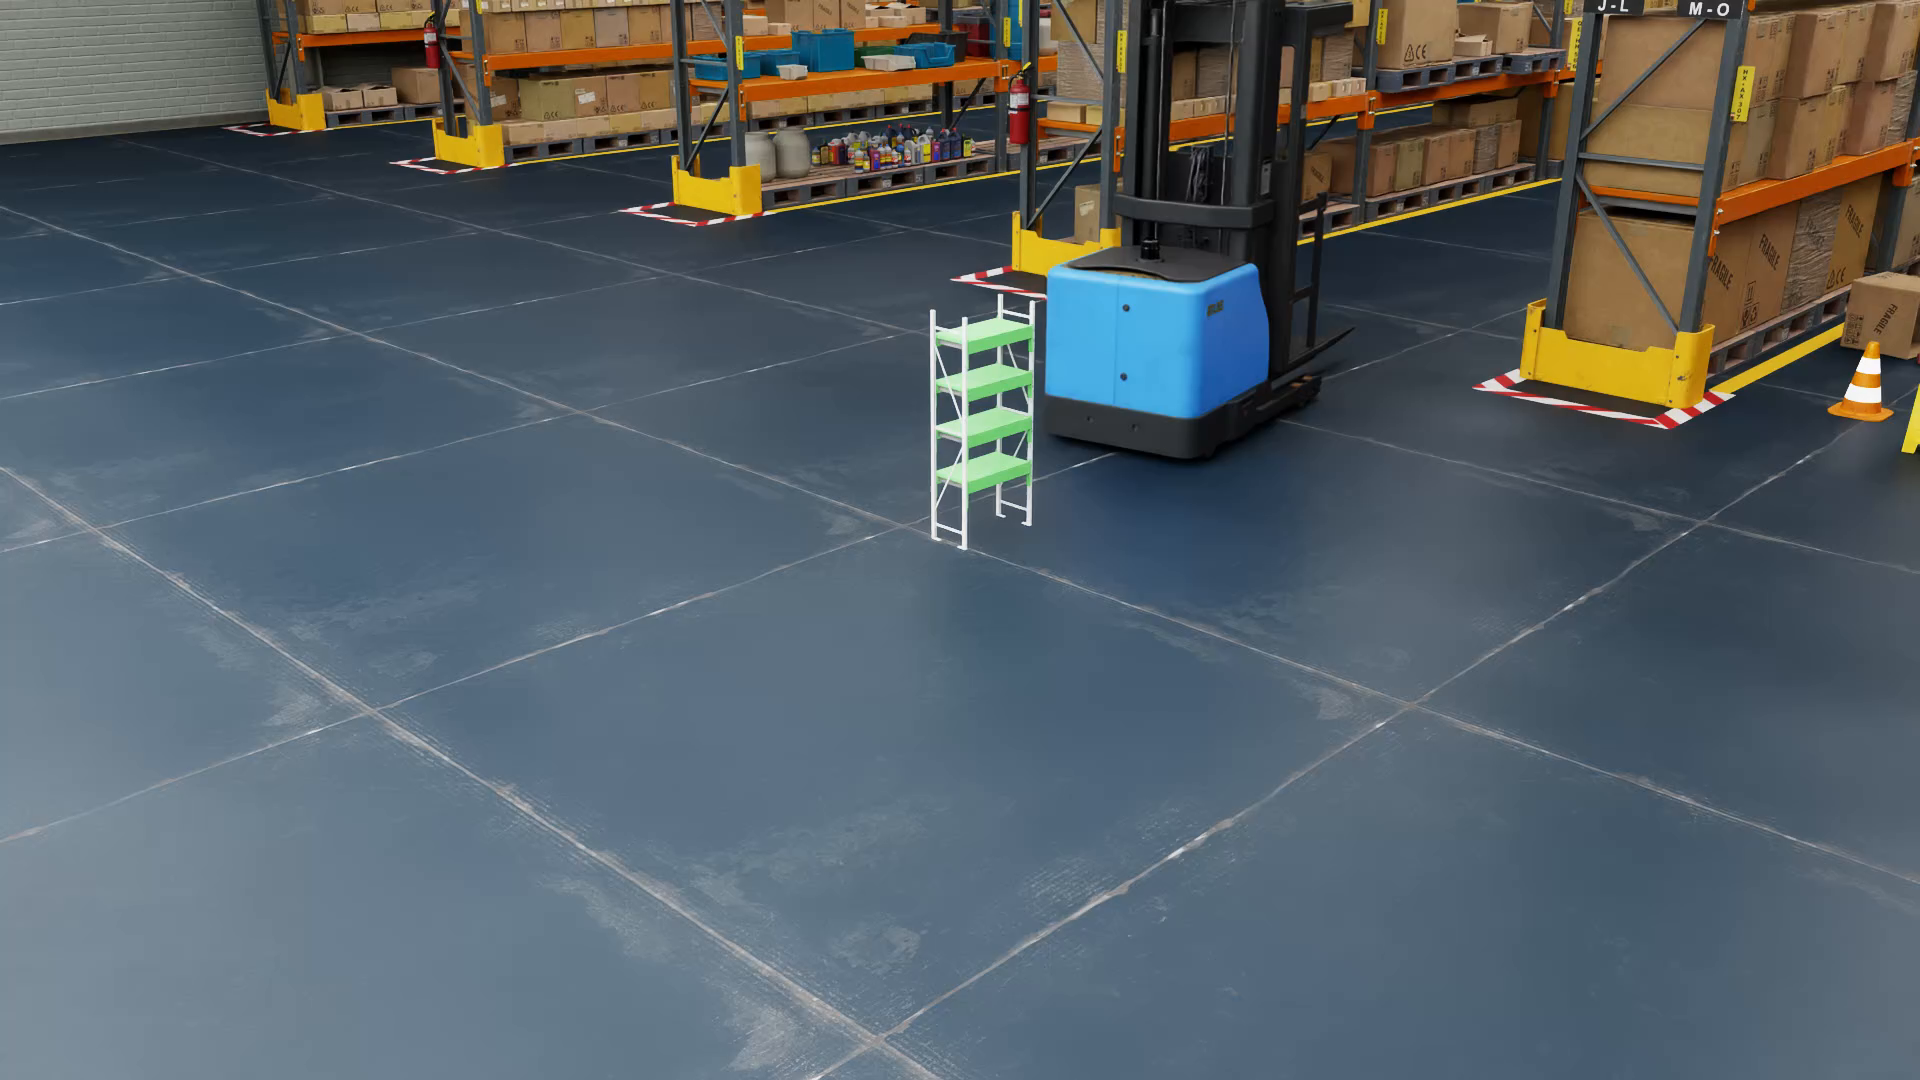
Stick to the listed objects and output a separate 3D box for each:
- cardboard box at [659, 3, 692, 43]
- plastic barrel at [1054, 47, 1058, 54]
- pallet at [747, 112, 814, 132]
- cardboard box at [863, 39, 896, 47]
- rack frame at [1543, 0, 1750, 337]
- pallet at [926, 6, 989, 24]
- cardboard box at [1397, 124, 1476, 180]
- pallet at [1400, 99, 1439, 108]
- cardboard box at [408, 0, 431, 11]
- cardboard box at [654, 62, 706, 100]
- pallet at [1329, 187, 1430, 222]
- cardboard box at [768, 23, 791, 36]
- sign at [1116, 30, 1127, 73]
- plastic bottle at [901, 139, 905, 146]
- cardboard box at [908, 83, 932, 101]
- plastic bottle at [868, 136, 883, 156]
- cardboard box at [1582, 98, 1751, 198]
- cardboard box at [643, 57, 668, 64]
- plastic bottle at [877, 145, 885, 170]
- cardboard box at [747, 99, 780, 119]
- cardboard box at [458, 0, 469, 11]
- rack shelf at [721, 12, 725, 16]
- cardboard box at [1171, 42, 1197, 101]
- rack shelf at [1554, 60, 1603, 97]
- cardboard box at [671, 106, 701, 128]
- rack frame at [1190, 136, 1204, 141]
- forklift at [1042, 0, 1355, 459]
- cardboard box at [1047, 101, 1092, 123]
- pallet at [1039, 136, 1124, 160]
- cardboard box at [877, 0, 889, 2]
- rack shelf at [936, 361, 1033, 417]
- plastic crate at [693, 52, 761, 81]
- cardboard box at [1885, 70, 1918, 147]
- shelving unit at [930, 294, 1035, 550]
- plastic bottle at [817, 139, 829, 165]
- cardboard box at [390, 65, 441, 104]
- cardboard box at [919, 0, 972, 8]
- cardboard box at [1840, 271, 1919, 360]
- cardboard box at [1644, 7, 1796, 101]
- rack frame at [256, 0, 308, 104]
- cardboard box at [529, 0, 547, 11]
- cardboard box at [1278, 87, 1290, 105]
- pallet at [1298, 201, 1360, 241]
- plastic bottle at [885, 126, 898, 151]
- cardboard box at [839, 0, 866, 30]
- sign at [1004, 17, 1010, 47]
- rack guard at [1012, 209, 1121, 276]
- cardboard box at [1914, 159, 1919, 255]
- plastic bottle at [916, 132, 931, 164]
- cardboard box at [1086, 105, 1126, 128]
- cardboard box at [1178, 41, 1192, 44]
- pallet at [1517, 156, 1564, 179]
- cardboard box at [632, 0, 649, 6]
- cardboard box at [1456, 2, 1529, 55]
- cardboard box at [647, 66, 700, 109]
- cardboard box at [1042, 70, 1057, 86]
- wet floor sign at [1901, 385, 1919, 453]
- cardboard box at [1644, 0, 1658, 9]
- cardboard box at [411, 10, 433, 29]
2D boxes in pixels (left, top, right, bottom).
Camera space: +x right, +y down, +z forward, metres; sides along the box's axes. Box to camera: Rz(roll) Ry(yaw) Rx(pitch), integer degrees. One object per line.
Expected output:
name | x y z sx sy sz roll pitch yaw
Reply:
cardboard box | -4.049 -7.007 22.484 0.700 0.500 0.500 19 28 40
plastic barrel | 1.198 -6.210 20.742 0.301 0.262 0.301 0 21 0
pallet | -2.895 -6.111 24.178 1.003 0.211 1.213 19 28 41
cardboard box | -1.712 -9.501 31.524 0.750 0.750 0.750 20 28 41
rack frame | 4.407 -2.437 10.734 1.000 3.000 0.127 19 28 41
pallet | -0.168 -8.344 26.369 1.213 0.211 1.003 19 28 41
cardboard box | 5.283 -4.329 18.527 0.500 0.500 0.700 -17 27 -38
pallet | 7.082 -7.241 27.119 1.003 0.211 1.213 19 28 41
cardboard box | -8.107 -8.152 24.739 0.500 0.500 0.500 -19 28 -40
cardboard box | -3.929 -6.435 23.337 0.500 0.500 0.500 19 28 41
pallet | 4.256 -3.632 17.729 1.003 0.211 1.213 19 28 41
cardboard box | -2.617 -7.272 23.665 0.380 0.149 0.250 19 28 41
sign | 1.312 -3.973 13.523 0.100 0.325 0.005 19 28 41
plastic bottle | -0.630 -4.525 19.341 0.061 0.283 0.133 19 28 41
cardboard box | -0.783 -6.958 25.742 0.500 0.250 0.500 -19 28 -41
plastic bottle | -1.000 -4.614 19.582 0.152 0.276 0.135 19 28 41
cardboard box | 4.633 -2.614 10.985 0.875 0.550 0.550 19 28 41
cardboard box | -5.376 -8.082 28.293 0.700 0.500 0.500 19 28 40
plastic bottle | -0.898 -4.352 18.906 0.097 0.271 0.097 0 21 0
cardboard box | -2.922 -6.167 23.686 0.500 0.250 0.500 18 28 39
cardboard box | -6.042 -6.680 20.730 0.380 0.149 0.250 19 28 40
rack shelf | -5.538 -8.630 27.850 1.077 0.370 4.000 19 28 41
cardboard box | 1.590 -4.183 14.723 0.875 0.500 0.500 19 28 41
rack shelf | 7.900 -5.939 20.849 1.077 0.370 4.000 19 28 41
cardboard box | -3.904 -5.826 22.798 0.500 0.250 0.500 19 28 41
rack frame | 2.956 -7.001 22.607 1.000 3.000 0.127 19 28 41
forklift | 1.728 -2.312 10.504 1.130 2.935 3.031 13 25 31
cardboard box | 0.974 -3.712 14.402 0.380 0.149 0.250 19 28 41
pallet | 1.536 -5.197 21.803 1.003 0.211 1.213 19 28 41
cardboard box | -1.544 -10.172 31.180 0.250 0.149 0.380 -20 28 -41
rack shelf | 0.115 -0.767 8.407 0.258 0.148 0.480 19 28 41
plastic crate | -2.490 -5.078 17.813 0.499 0.251 0.616 19 28 41
cardboard box | 6.948 -3.438 13.128 0.875 0.550 0.550 19 28 41
shelving unit | 0.115 -0.603 8.470 0.258 1.200 0.503 19 28 41
plastic bottle | -1.590 -4.498 19.269 0.133 0.283 0.061 -19 28 -41
cardboard box | -8.231 -6.940 25.321 0.700 0.500 0.500 17 27 37
cardboard box | -0.232 -8.674 26.236 0.700 0.500 0.500 9 23 23
cardboard box | 6.850 -1.644 12.151 0.500 0.500 0.500 -14 25 -33
cardboard box | 5.011 -3.261 11.165 0.875 0.550 0.550 19 28 41
rack frame | -9.723 -7.424 23.708 1.000 3.000 0.127 19 28 41
cardboard box | -5.386 -6.714 20.817 0.380 0.149 0.250 19 28 41
cardboard box | 2.867 -4.178 15.613 0.380 0.149 0.250 19 28 41
pallet | 3.271 -3.250 16.735 1.003 0.211 1.213 19 28 41
plastic bottle | -0.827 -4.789 19.933 0.144 0.351 0.185 18 27 38
cardboard box | -1.750 -7.853 24.684 0.500 0.500 0.500 17 27 38
sign | 0.552 -5.961 19.517 0.100 0.325 0.005 19 28 41
rack guard | 0.977 -2.557 14.531 1.175 0.500 0.348 19 28 41
cardboard box | 8.241 -3.040 14.854 1.050 0.750 0.750 19 28 41
plastic bottle | -0.437 -4.571 19.366 0.144 0.351 0.185 19 28 40
cardboard box | 1.293 -3.601 14.112 0.380 0.149 0.250 19 28 41
cardboard box | 1.856 -4.557 14.301 0.500 0.500 0.500 19 28 41
pallet | 7.108 -4.643 20.360 1.003 0.211 1.213 19 28 41
cardboard box | -4.304 -7.113 21.856 0.250 0.149 0.380 -19 28 -41
cardboard box | 5.839 -5.686 18.463 0.500 0.500 0.700 -15 26 -34
cardboard box | -3.905 -6.176 22.664 0.500 0.500 0.500 19 28 41
cardboard box | 1.360 -7.856 27.703 0.500 0.500 0.500 20 29 41
wet floor sign | 5.805 -0.835 9.848 0.267 0.644 0.232 14 25 32
cardboard box | 8.368 -6.964 20.975 0.797 0.503 0.637 20 28 41
cardboard box | -8.090 -7.805 24.881 0.500 0.250 0.500 20 28 41
